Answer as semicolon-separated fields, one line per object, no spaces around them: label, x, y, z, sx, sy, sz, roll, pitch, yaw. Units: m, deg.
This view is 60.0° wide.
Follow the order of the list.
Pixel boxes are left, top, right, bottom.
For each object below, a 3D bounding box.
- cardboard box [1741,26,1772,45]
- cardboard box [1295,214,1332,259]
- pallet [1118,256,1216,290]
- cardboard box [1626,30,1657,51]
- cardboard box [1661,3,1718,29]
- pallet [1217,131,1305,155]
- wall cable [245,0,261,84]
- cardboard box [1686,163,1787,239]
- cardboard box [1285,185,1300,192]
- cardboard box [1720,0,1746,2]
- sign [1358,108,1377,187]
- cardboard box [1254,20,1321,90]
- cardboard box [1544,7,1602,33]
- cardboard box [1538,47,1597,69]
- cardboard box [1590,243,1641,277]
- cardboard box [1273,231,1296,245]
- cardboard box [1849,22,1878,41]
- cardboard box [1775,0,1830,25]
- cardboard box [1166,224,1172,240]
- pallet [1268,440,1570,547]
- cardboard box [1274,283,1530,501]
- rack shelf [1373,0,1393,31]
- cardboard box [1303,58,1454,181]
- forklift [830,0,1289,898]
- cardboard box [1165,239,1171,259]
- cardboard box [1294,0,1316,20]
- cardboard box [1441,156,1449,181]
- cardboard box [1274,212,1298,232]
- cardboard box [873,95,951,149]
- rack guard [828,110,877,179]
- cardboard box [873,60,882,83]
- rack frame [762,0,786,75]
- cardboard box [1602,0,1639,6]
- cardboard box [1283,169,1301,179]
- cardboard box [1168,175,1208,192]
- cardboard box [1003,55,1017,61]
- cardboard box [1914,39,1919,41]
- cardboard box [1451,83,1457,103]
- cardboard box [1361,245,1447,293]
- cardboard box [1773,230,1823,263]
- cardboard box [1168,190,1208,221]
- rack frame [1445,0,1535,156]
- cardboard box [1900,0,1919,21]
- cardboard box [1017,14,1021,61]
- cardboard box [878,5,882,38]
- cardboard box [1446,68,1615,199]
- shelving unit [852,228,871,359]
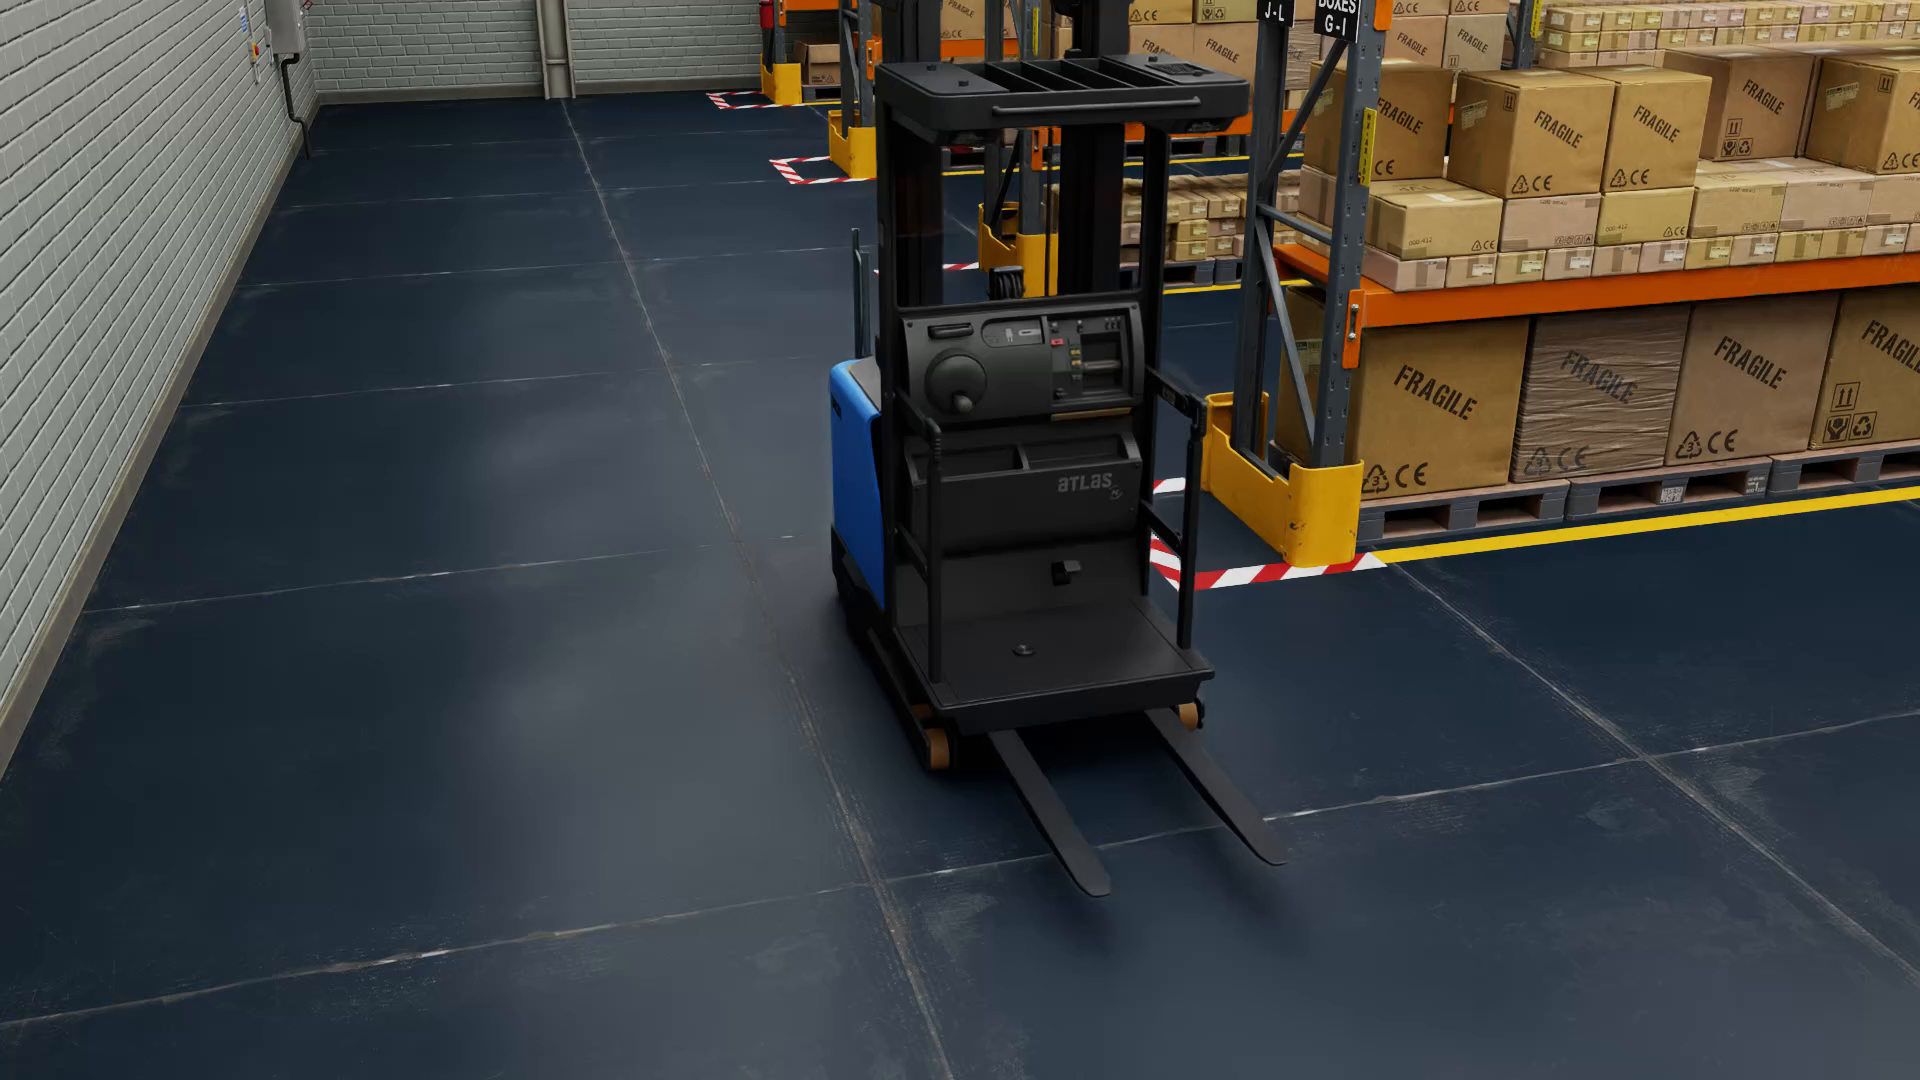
cardboard box;6.240;-4.050;13.293;0.250;0.149;0.380;-7;24;-15
cardboard box;1.877;-1.529;8.327;0.250;0.149;0.380;-6;24;-13
pallet;1.245;-2.175;13.050;1.213;0.211;1.003;-6;24;-14
cardboard box;5.232;-3.939;13.034;0.250;0.149;0.380;-6;24;-13
cardboard box;5.737;-4.131;13.104;0.250;0.149;0.380;-7;24;-15
pallet;3.520;-4.499;18.467;1.213;0.211;1.003;-6;24;-14
wall cable;-6.477;-5.115;15.039;0.123;1.953;0.585;-6;24;-14
cardboard box;3.642;-1.665;8.139;0.500;0.250;0.500;-7;24;-15
cardboard box;2.723;-2.654;12.959;0.250;0.149;0.380;-7;24;-16
cardboard box;6.320;-4.462;13.876;0.250;0.149;0.380;-6;24;-13
sign;1.767;-1.704;7.219;0.005;0.325;0.100;-6;24;-14
cardboard box;2.360;-3.671;12.498;0.500;0.500;0.500;-7;24;-16
cardboard box;4.735;-4.019;12.845;0.250;0.149;0.380;-5;24;-12
cardboard box;4.735;-3.746;12.962;0.250;0.149;0.380;-7;24;-17
cardboard box;3.043;-1.388;8.000;0.250;0.149;0.380;-7;24;-15
cardboard box;2.457;-2.362;13.033;0.250;0.149;0.380;-6;24;-14
cardboard box;7.221;-4.158;13.544;0.250;0.149;0.380;-6;24;-13
cardboard box;6.750;-4.245;13.370;0.250;0.149;0.380;-6;24;-14
cardboard box;1.445;-2.420;12.792;0.250;0.149;0.380;-6;24;-14
pallet;2.371;-0.314;8.715;1.213;0.211;1.003;-6;24;-14
cardboard box;2.217;-0.796;8.463;0.875;0.875;0.875;-6;24;-14
rack shelf;3.548;-2.742;7.945;4.000;0.370;1.077;-6;24;-14
cardboard box;2.021;-2.045;8.074;0.500;0.500;0.500;-6;24;-14
forklift;0.308;-0.653;6.055;1.130;2.935;3.031;-7;24;-15
cardboard box;1.438;-2.280;12.843;0.250;0.149;0.380;-6;24;-14
cardboard box;2.365;-4.123;12.282;0.500;0.500;0.500;-7;24;-16
cardboard box;2.506;-1.755;8.349;0.500;0.250;0.500;-7;24;-15
cardboard box;2.464;-2.540;13.072;0.250;0.149;0.380;-5;24;-12
cardboard box;-0.446;-4.367;17.341;0.875;0.438;0.875;-7;24;-16
rack guard;-1.077;-4.092;17.153;0.348;0.500;1.175;-6;24;-14
cardboard box;-0.951;-6.277;21.713;0.500;0.500;0.700;-5;24;-12
rack frame;-2.399;-7.128;21.057;0.127;3.000;1.000;-6;24;-14
cardboard box;5.326;-4.353;13.621;0.250;0.149;0.380;-6;24;-15
cardboard box;2.820;-2.914;13.566;0.250;0.149;0.380;-6;24;-13
cardboard box;1.804;-2.818;13.341;0.250;0.149;0.380;-5;24;-12
cardboard box;0.753;-6.530;22.543;0.500;0.311;0.500;-5;24;-12
cardboard box;7.732;-4.078;13.735;0.250;0.149;0.380;-6;24;-13
cardboard box;3.801;-3.497;12.915;0.250;0.149;0.380;-7;24;-16
cardboard box;2.054;-1.278;7.743;0.250;0.149;0.380;-6;24;-14
cardboard box;4.032;-1.498;8.255;0.250;0.149;0.380;-7;24;-15
cardboard box;1.703;-2.569;12.762;0.250;0.149;0.380;-8;24;-17
rack frame;4.232;-3.801;13.304;0.127;3.000;1.000;-6;24;-14
cardboard box;7.735;-4.352;13.619;0.250;0.149;0.380;-7;24;-16
cardboard box;0.743;-3.703;12.572;0.500;0.500;0.500;-6;24;-13
cardboard box;-0.515;-5.232;16.512;0.500;0.500;0.500;-7;24;-15
cardboard box;2.639;-1.895;7.725;0.500;0.500;0.500;-7;24;-16
shelving unit;0.041;-0.723;8.033;1.048;1.500;0.538;-3;23;-8
